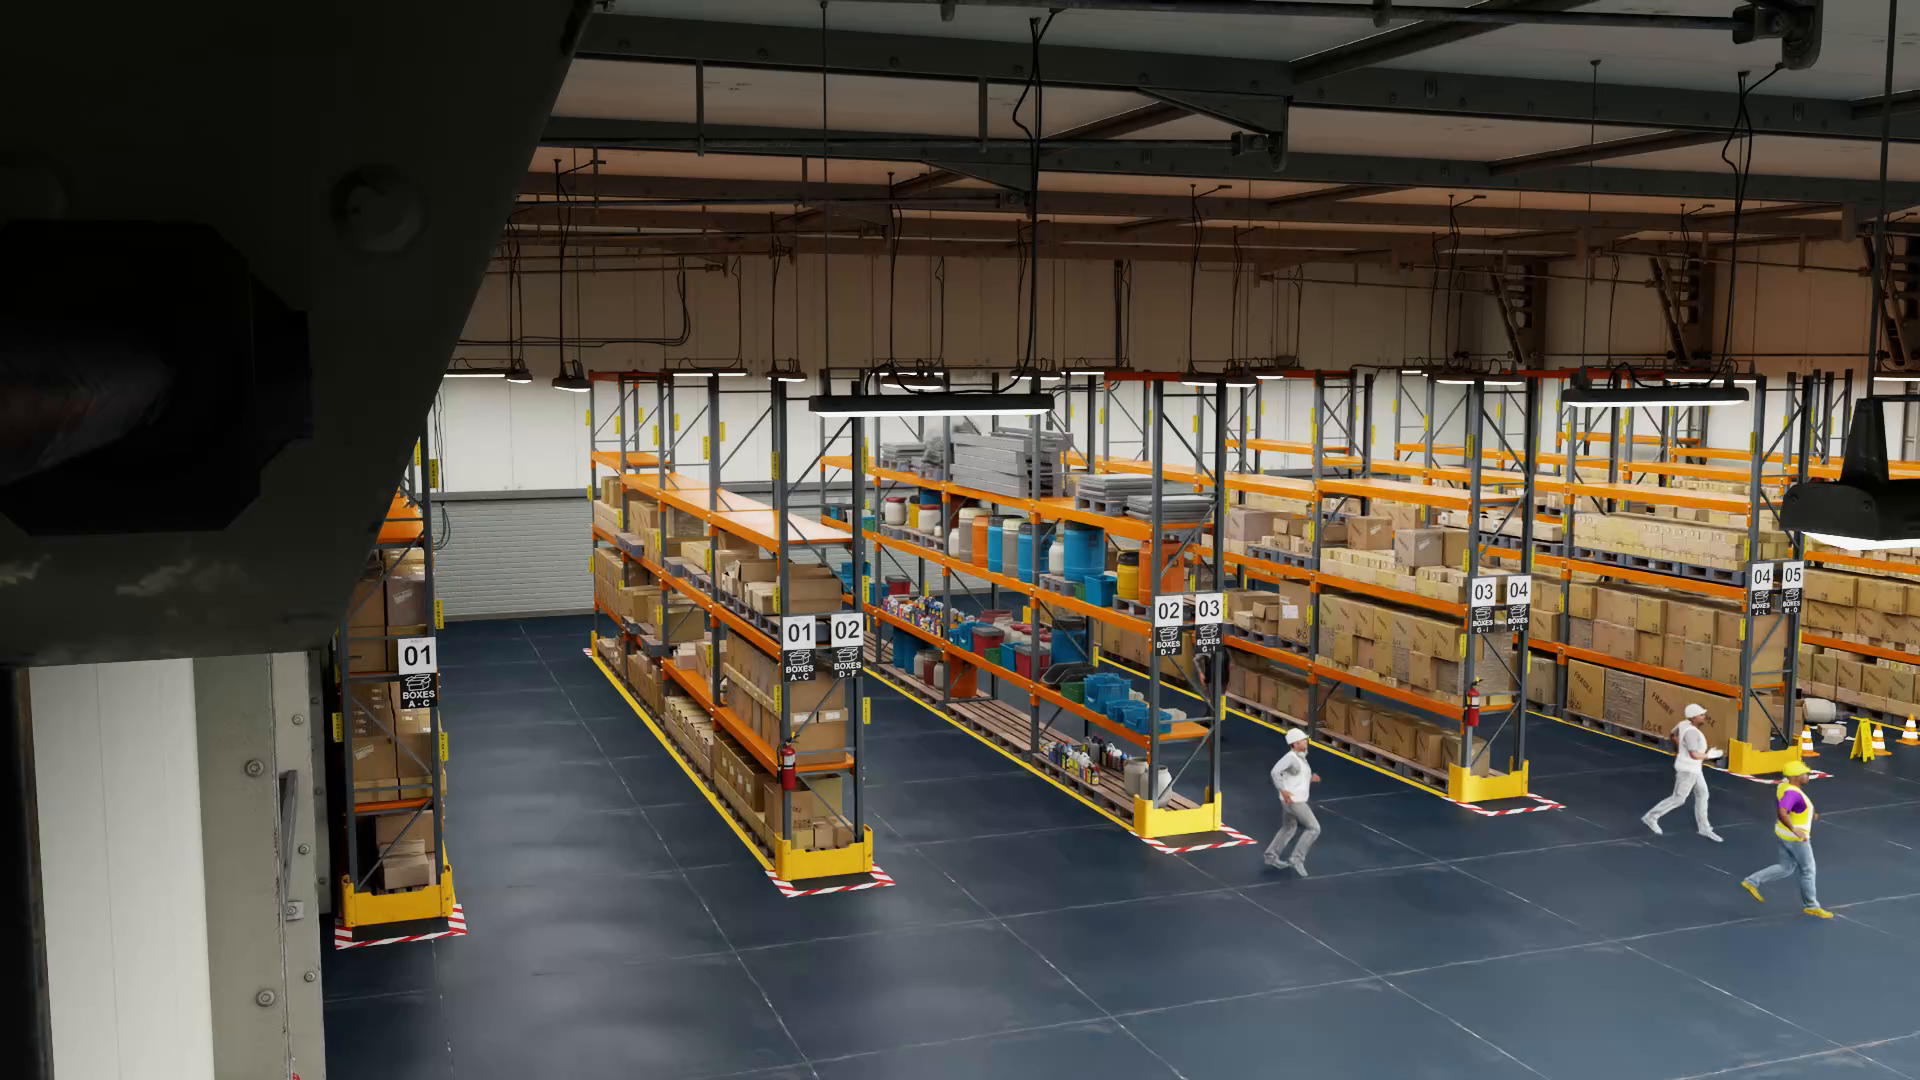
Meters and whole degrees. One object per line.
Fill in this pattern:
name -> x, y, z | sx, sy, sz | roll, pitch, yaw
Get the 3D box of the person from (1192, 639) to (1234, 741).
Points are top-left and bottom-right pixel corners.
person -> 4.237, 2.410, 27.518 | 0.625, 1.782, 0.767 | -4, 8, -35

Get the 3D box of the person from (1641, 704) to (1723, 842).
person -> 9.460, 3.021, 21.710 | 0.988, 1.808, 0.695 | 3, 7, 22

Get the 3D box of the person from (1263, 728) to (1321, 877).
person -> 4.078, 3.194, 20.376 | 0.686, 1.798, 0.651 | 2, 7, 13

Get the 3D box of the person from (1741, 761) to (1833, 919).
person -> 9.371, 3.363, 18.763 | 0.968, 1.773, 0.700 | 1, 6, 9
